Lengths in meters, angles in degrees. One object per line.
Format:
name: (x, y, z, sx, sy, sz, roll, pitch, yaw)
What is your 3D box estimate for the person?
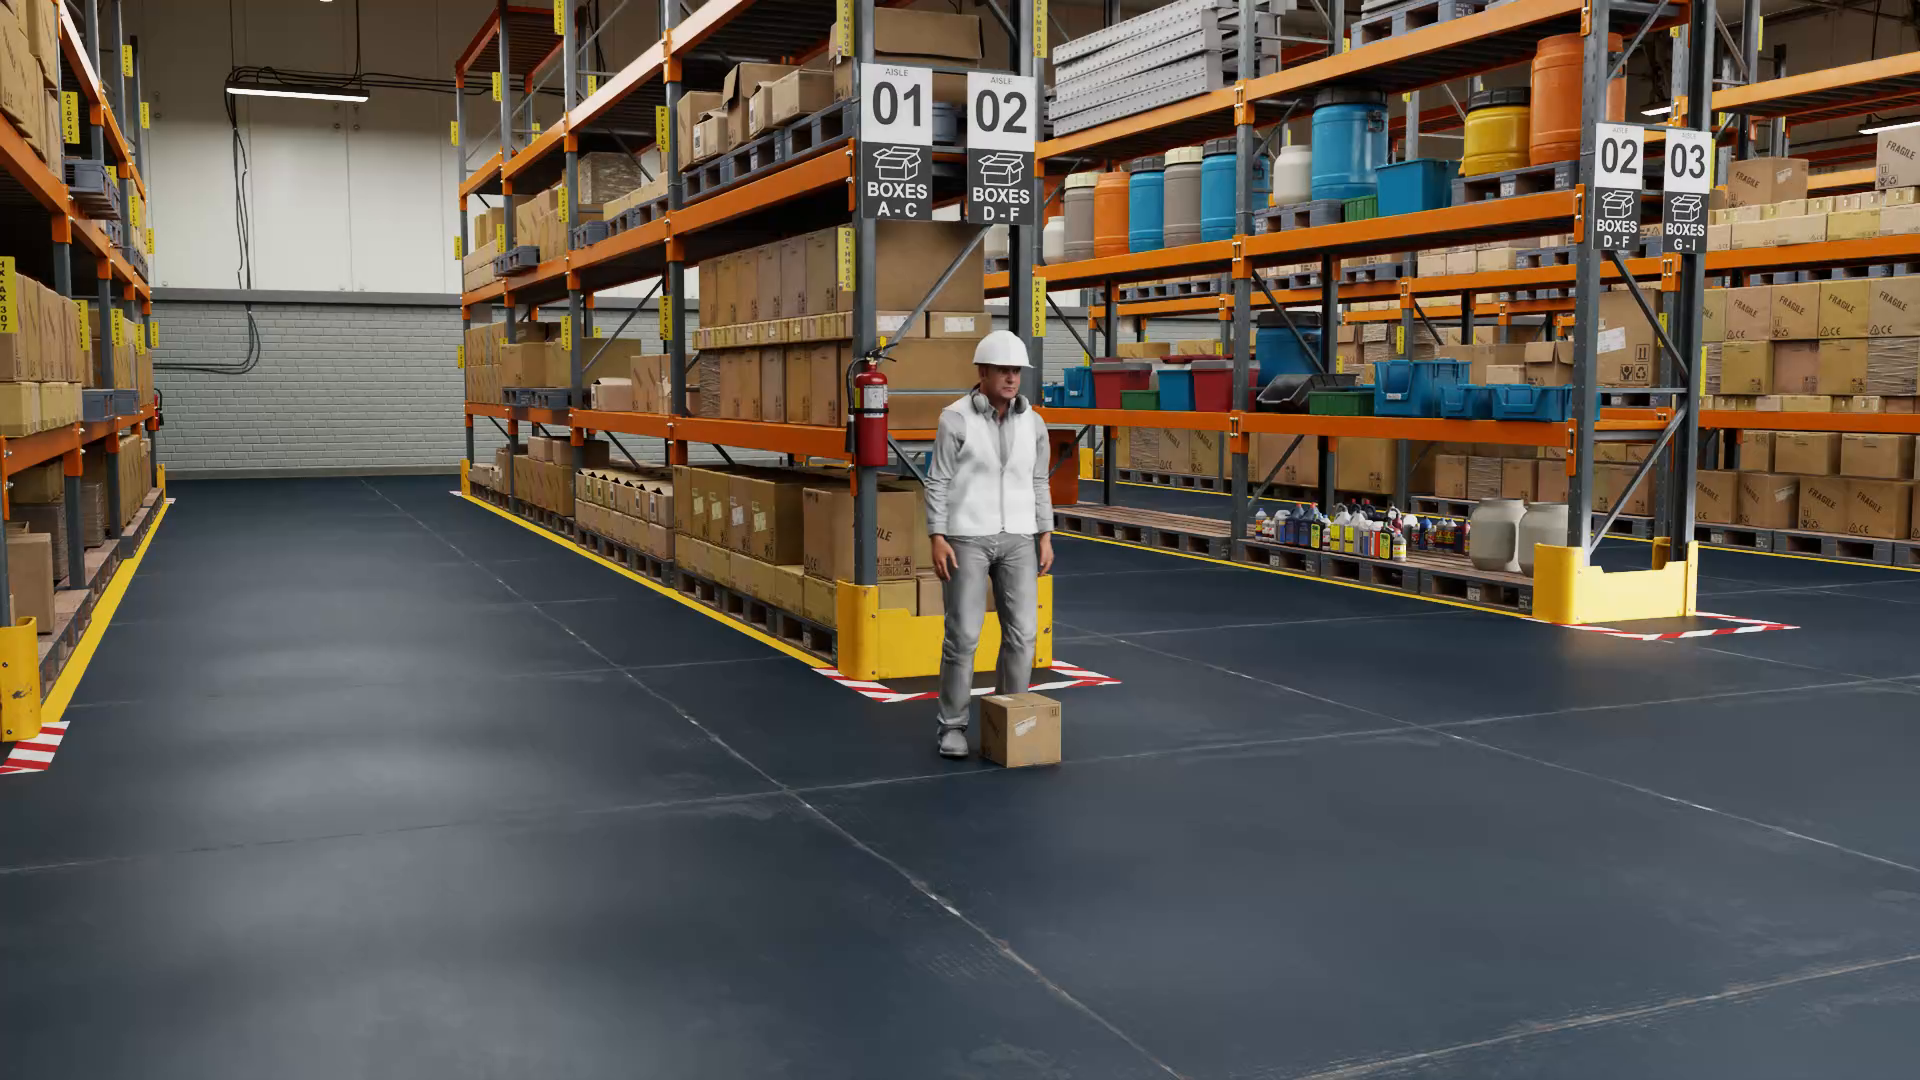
person: (0.132, 0.005, 7.049, 0.580, 1.771, 0.464, -2, 6, -23)
